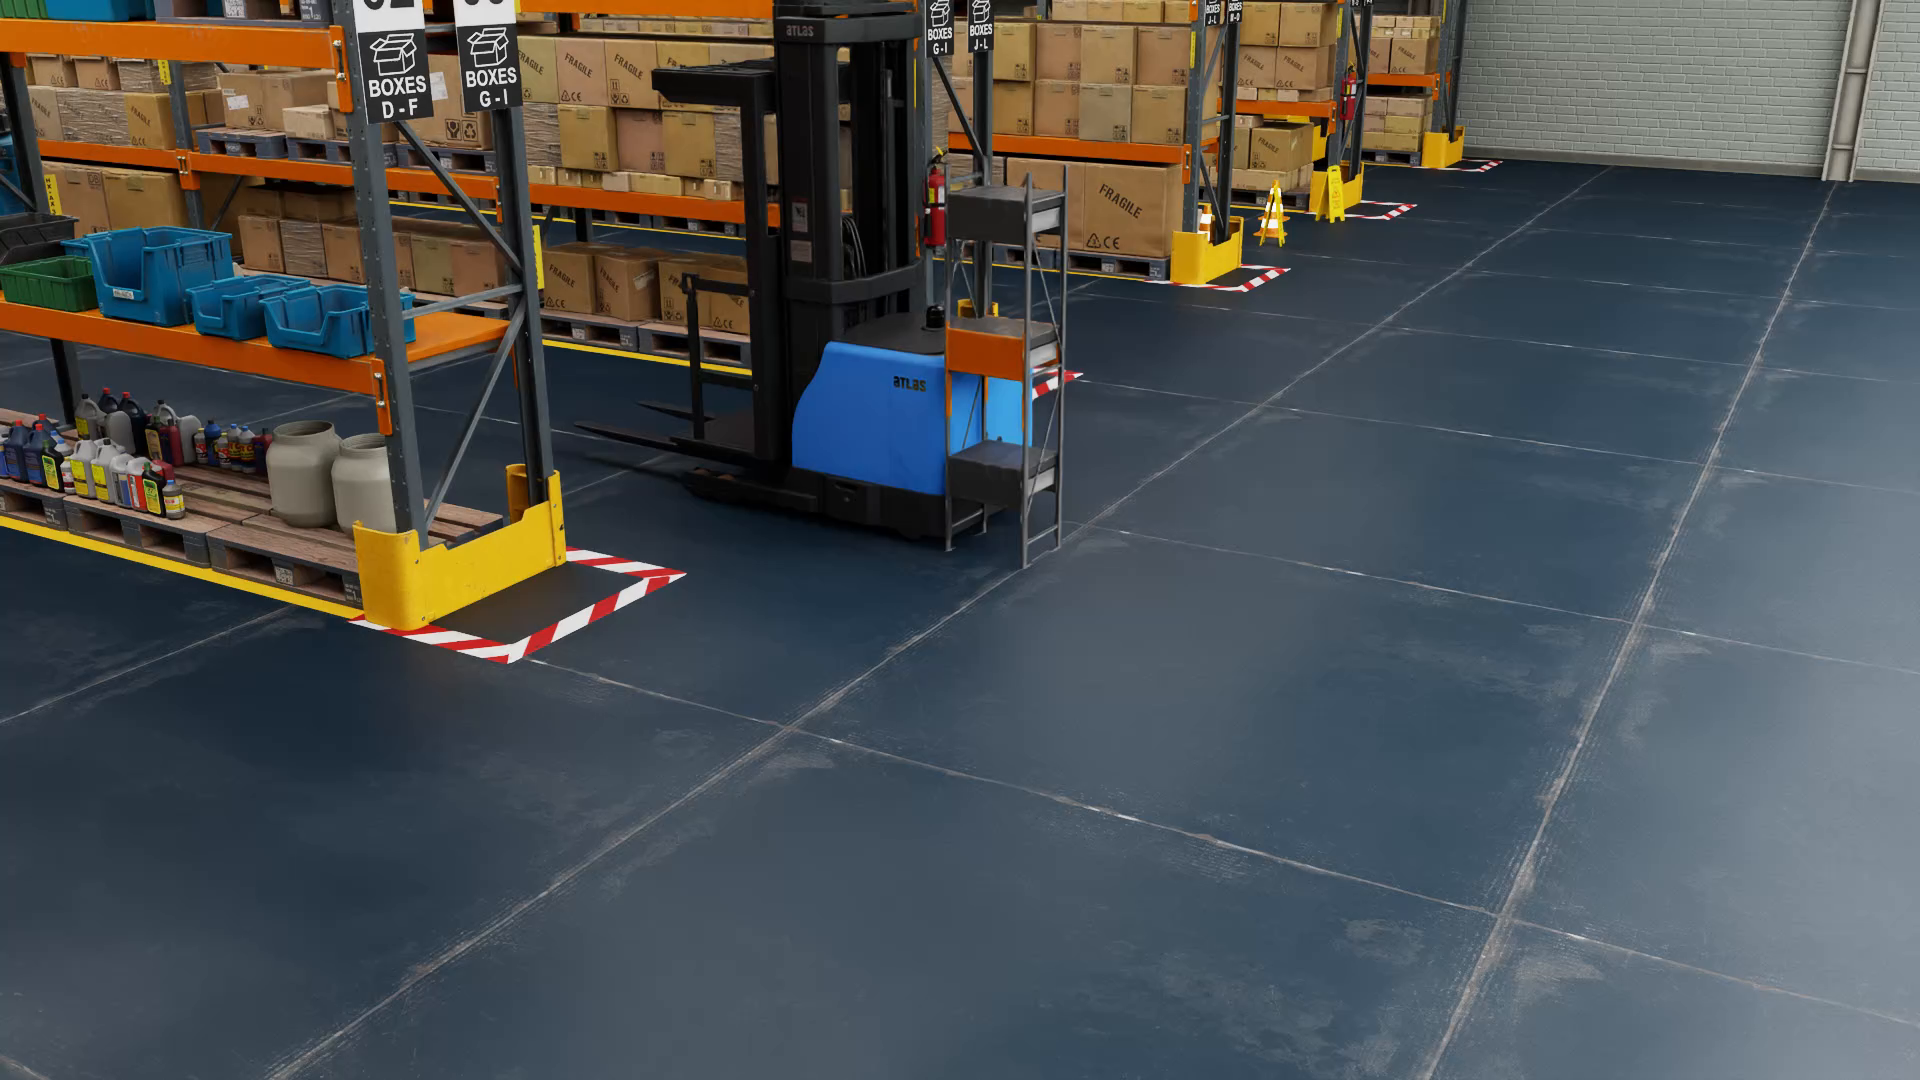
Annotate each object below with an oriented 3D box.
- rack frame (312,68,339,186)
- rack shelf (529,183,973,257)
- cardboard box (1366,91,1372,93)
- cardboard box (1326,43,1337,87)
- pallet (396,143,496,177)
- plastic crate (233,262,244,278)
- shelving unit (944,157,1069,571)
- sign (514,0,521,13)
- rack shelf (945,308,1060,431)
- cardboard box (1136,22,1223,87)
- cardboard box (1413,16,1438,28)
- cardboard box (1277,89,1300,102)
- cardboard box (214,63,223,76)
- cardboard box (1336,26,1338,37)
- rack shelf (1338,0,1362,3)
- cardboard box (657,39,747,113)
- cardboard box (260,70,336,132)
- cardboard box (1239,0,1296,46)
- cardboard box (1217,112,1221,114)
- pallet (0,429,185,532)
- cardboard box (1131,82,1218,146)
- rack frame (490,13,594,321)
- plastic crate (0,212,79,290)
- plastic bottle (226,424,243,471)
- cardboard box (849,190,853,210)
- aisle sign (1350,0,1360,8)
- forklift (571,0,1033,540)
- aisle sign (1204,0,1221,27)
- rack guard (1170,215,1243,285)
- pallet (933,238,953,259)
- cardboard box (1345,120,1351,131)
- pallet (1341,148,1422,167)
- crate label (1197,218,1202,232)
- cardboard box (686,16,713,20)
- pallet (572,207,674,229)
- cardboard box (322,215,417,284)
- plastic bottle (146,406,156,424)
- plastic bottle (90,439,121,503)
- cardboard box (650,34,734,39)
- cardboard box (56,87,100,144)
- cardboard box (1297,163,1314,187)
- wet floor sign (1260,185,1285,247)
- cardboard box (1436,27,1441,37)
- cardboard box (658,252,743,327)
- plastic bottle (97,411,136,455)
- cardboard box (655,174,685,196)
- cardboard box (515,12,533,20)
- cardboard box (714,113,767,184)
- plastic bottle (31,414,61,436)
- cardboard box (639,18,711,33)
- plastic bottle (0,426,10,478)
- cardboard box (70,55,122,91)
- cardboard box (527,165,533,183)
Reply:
[{"bbox_3d":[-8.017,-6.090,21.755,0.127,3.000,1.000,11,23,27],"label":"rack frame"},{"bbox_3d":[-1.794,-2.629,13.269,4.000,0.370,1.077,11,23,27],"label":"rack shelf"},{"bbox_3d":[6.006,-6.743,25.505,0.500,0.250,0.500,11,22,27],"label":"cardboard box"},{"bbox_3d":[4.507,-5.933,20.740,0.500,0.500,0.500,10,22,26],"label":"cardboard box"},{"bbox_3d":[-4.137,-3.380,14.566,1.213,0.211,1.003,11,23,27],"label":"pallet"},{"bbox_3d":[-4.415,-1.507,9.507,0.437,0.136,0.530,11,23,27],"label":"plastic crate"},{"bbox_3d":[0.239,-0.926,8.838,0.503,2.100,0.431,13,23,31],"label":"shelving unit"},{"bbox_3d":[-2.192,-2.738,8.101,0.005,0.325,0.100,11,23,27],"label":"sign"},{"bbox_3d":[0.239,-0.913,8.843,0.480,0.518,0.431,13,23,31],"label":"rack shelf"},{"bbox_3d":[2.154,-4.746,16.246,0.550,0.550,0.875,11,23,27],"label":"cardboard box"},{"bbox_3d":[6.787,-7.552,24.251,0.250,0.149,0.380,11,23,27],"label":"cardboard box"},{"bbox_3d":[4.079,-5.474,20.427,0.250,0.149,0.380,10,22,27],"label":"cardboard box"},{"bbox_3d":[-9.903,-6.536,22.401,0.500,0.500,0.500,10,22,26],"label":"cardboard box"},{"bbox_3d":[5.631,-7.595,24.807,0.250,0.149,0.380,11,23,28],"label":"cardboard box"},{"bbox_3d":[3.039,-6.989,20.891,4.000,0.370,1.077,11,23,27],"label":"rack shelf"},{"bbox_3d":[-1.956,-3.560,12.732,0.500,0.500,0.500,11,23,27],"label":"cardboard box"},{"bbox_3d":[-6.005,-4.069,15.420,0.500,0.500,0.700,15,25,35],"label":"cardboard box"},{"bbox_3d":[3.794,-6.348,20.418,0.500,0.500,0.700,11,23,28],"label":"cardboard box"},{"bbox_3d":[3.158,-5.331,21.028,0.250,0.149,0.380,12,23,30],"label":"cardboard box"},{"bbox_3d":[-5.390,-0.390,10.132,1.213,0.211,1.003,11,23,27],"label":"pallet"},{"bbox_3d":[2.113,-4.213,16.361,0.550,0.550,0.875,11,23,27],"label":"cardboard box"},{"bbox_3d":[-3.540,-3.300,14.063,0.127,3.000,1.000,11,23,27],"label":"rack frame"},{"bbox_3d":[-5.561,-1.671,9.665,0.504,0.338,0.767,11,23,27],"label":"plastic crate"},{"bbox_3d":[-4.281,-0.552,9.845,0.097,0.271,0.097,0,20,0],"label":"plastic bottle"},{"bbox_3d":[-0.616,-2.544,12.349,0.250,0.149,0.380,11,23,27],"label":"cardboard box"},{"bbox_3d":[4.697,-6.710,19.653,0.004,0.787,0.394,11,23,27],"label":"aisle sign"},{"bbox_3d":[-1.074,-1.742,9.868,3.031,2.935,1.130,12,23,31],"label":"forklift"},{"bbox_3d":[2.375,-5.215,15.532,0.004,0.787,0.394,11,23,27],"label":"aisle sign"},{"bbox_3d":[2.480,-2.915,16.669,0.348,0.500,1.175,11,23,27],"label":"rack guard"},{"bbox_3d":[-0.407,-3.299,18.150,1.213,0.211,1.003,11,23,27],"label":"pallet"},{"bbox_3d":[5.731,-6.357,25.175,0.500,0.250,0.500,10,22,26],"label":"cardboard box"},{"bbox_3d":[6.514,-5.867,25.230,1.213,0.211,1.003,11,23,27],"label":"pallet"},{"bbox_3d":[2.819,-3.652,19.232,0.298,0.136,0.250,0,20,-1],"label":"crate label"},{"bbox_3d":[-3.661,-7.608,24.327,0.500,0.500,0.500,11,23,27],"label":"cardboard box"},{"bbox_3d":[-3.874,-3.961,19.974,1.213,0.211,1.003,11,23,27],"label":"pallet"},{"bbox_3d":[-5.449,-2.711,15.460,0.500,0.500,0.700,13,24,32],"label":"cardboard box"},{"bbox_3d":[-4.923,-0.687,10.200,0.133,0.283,0.061,13,23,31],"label":"plastic bottle"},{"bbox_3d":[-4.755,-0.396,9.298,0.185,0.351,0.144,12,23,30],"label":"plastic bottle"},{"bbox_3d":[-2.140,-3.798,13.387,0.500,0.500,0.500,11,23,27],"label":"cardboard box"},{"bbox_3d":[-8.471,-4.190,16.372,0.500,0.500,0.500,10,22,26],"label":"cardboard box"},{"bbox_3d":[4.215,-4.706,21.357,0.500,0.250,0.500,11,22,27],"label":"cardboard box"},{"bbox_3d":[3.450,-3.572,18.267,0.232,0.644,0.267,7,21,18],"label":"wet floor sign"},{"bbox_3d":[7.033,-7.549,24.679,0.250,0.149,0.380,10,22,26],"label":"cardboard box"},{"bbox_3d":[-2.127,-2.071,13.725,0.500,0.500,0.500,9,22,23],"label":"cardboard box"},{"bbox_3d":[-5.136,-0.650,10.108,0.135,0.276,0.152,11,23,27],"label":"plastic bottle"},{"bbox_3d":[-2.183,-2.811,13.084,0.250,0.149,0.380,11,23,27],"label":"cardboard box"},{"bbox_3d":[-6.677,-8.181,25.906,0.500,0.500,0.500,10,22,27],"label":"cardboard box"},{"bbox_3d":[-1.425,-3.065,12.832,0.500,0.500,0.875,11,23,27],"label":"cardboard box"},{"bbox_3d":[-5.383,-0.572,9.783,0.185,0.351,0.144,11,23,27],"label":"plastic bottle"},{"bbox_3d":[-3.247,-5.696,19.056,0.500,0.500,0.700,10,22,26],"label":"cardboard box"},{"bbox_3d":[-5.596,-0.523,9.756,0.135,0.276,0.152,12,23,29],"label":"plastic bottle"},{"bbox_3d":[-8.230,-4.719,16.359,0.637,0.503,0.797,11,23,29],"label":"cardboard box"},{"bbox_3d":[-3.499,-3.057,13.761,0.250,0.149,0.380,11,23,27],"label":"cardboard box"}]
